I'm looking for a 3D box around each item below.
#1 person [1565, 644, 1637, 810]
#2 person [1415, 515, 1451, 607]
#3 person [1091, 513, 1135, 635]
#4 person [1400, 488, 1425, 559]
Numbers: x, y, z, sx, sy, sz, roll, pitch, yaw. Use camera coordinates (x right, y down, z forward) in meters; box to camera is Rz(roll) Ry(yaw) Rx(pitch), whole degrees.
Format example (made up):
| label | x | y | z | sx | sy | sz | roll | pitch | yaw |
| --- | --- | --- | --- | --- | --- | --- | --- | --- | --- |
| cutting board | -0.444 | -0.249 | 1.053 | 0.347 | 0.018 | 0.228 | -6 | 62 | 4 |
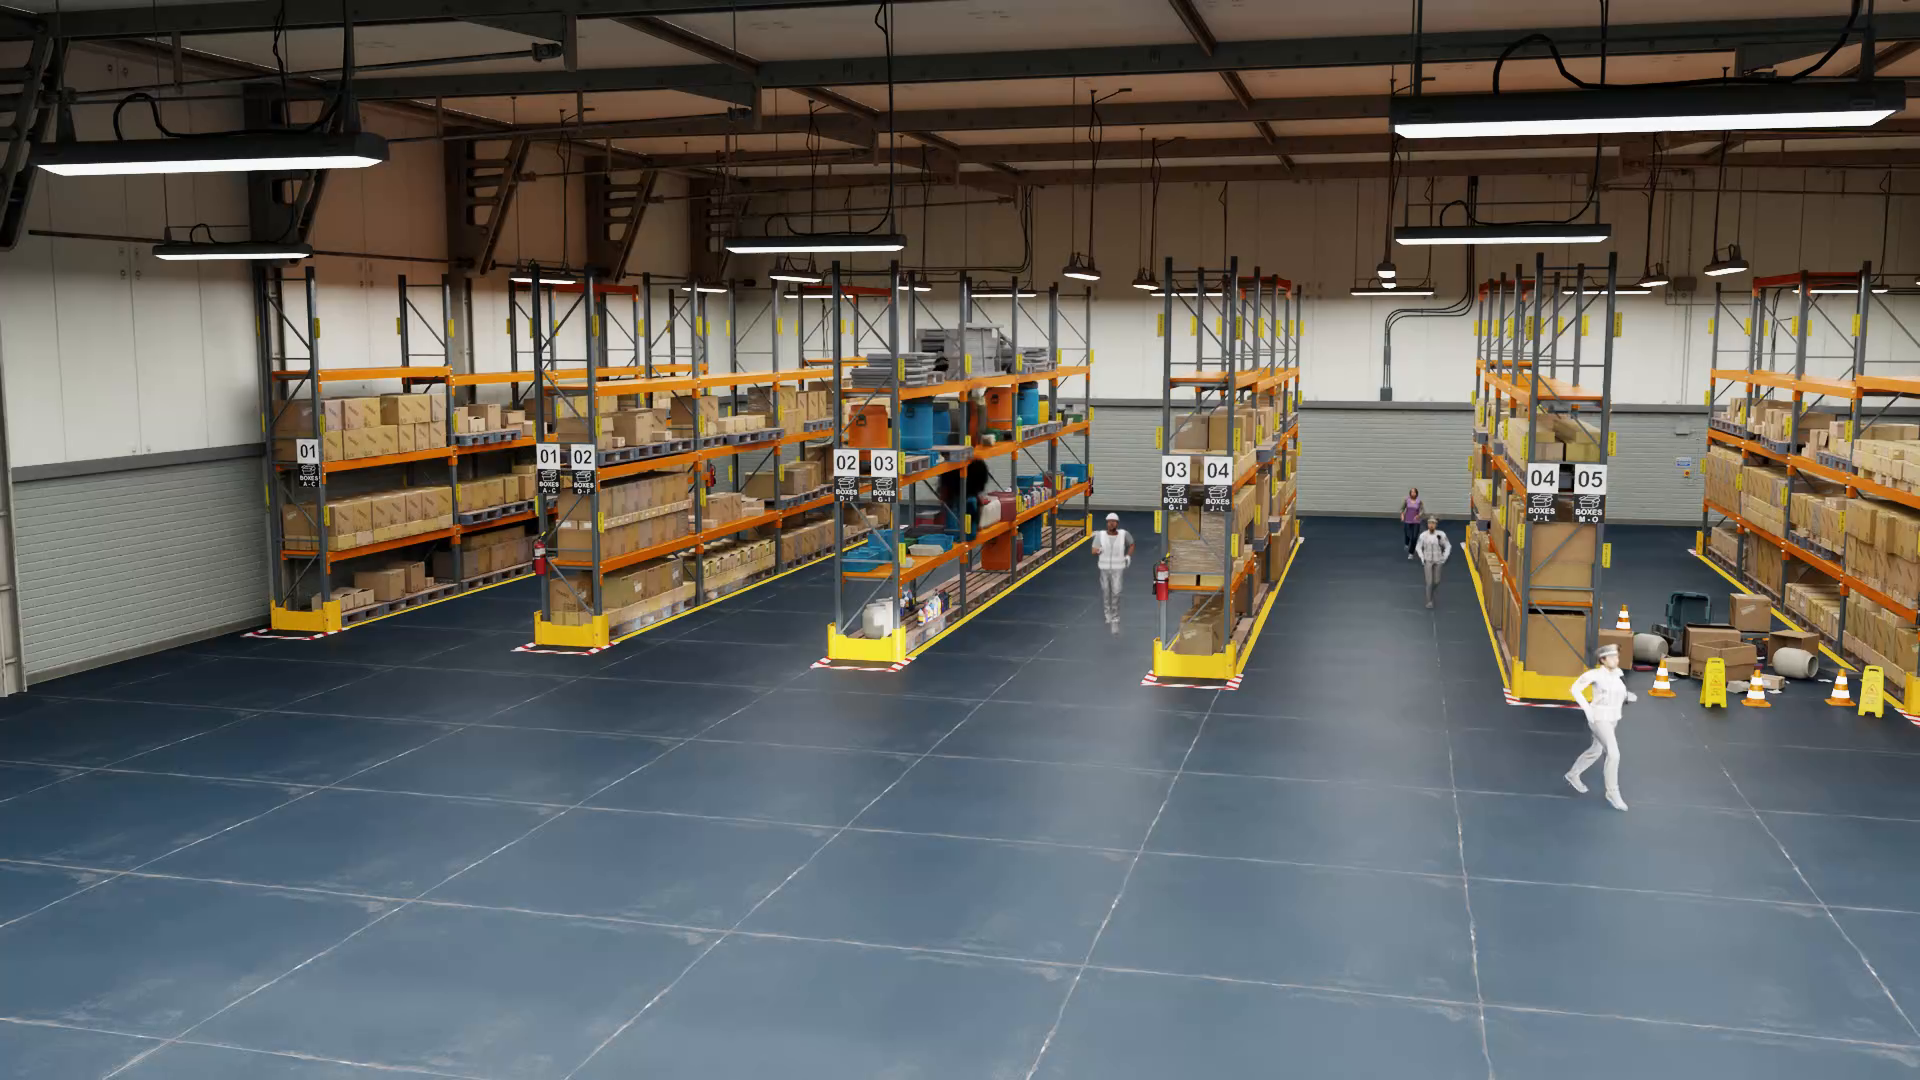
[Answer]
| label | x | y | z | sx | sy | sz | roll | pitch | yaw |
| --- | --- | --- | --- | --- | --- | --- | --- | --- | --- |
| person | 6.827 | 1.938 | 17.669 | 0.587 | 1.747 | 0.805 | -5 | 9 | -34 |
| person | 8.549 | 0.379 | 30.081 | 0.619 | 1.667 | 0.508 | 2 | 8 | 17 |
| person | 2.394 | 0.518 | 26.239 | 0.657 | 1.892 | 0.707 | 2 | 7 | 12 |
| person | 9.863 | -0.364 | 36.302 | 0.534 | 1.560 | 0.542 | 2 | 8 | 16 |
